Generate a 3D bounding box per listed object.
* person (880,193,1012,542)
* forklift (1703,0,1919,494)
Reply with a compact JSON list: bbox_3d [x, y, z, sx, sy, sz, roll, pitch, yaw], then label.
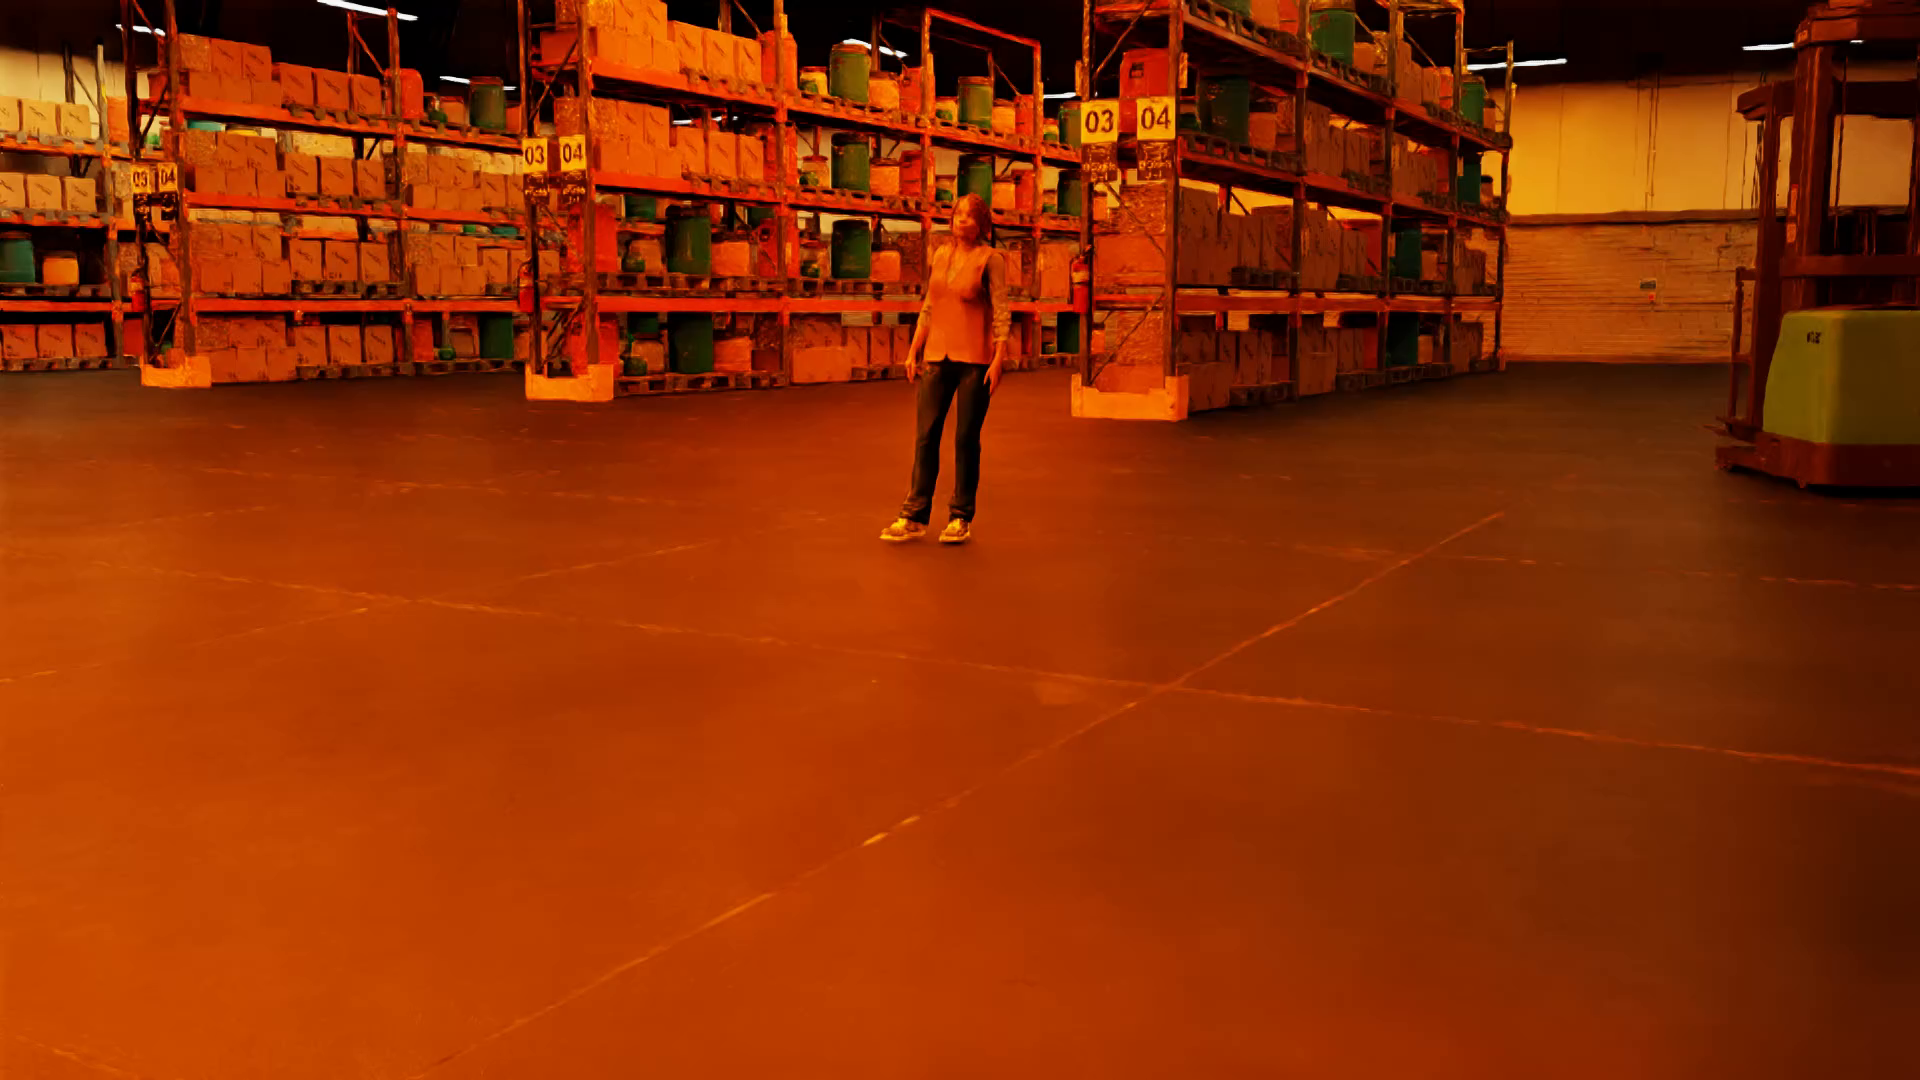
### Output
[{"bbox_3d":[-0.048,-0.790,7.646,0.520,1.597,0.474,4,9,29],"label":"person"},{"bbox_3d":[5.675,-1.889,10.777,1.130,2.935,3.031,1,8,9],"label":"forklift"}]
